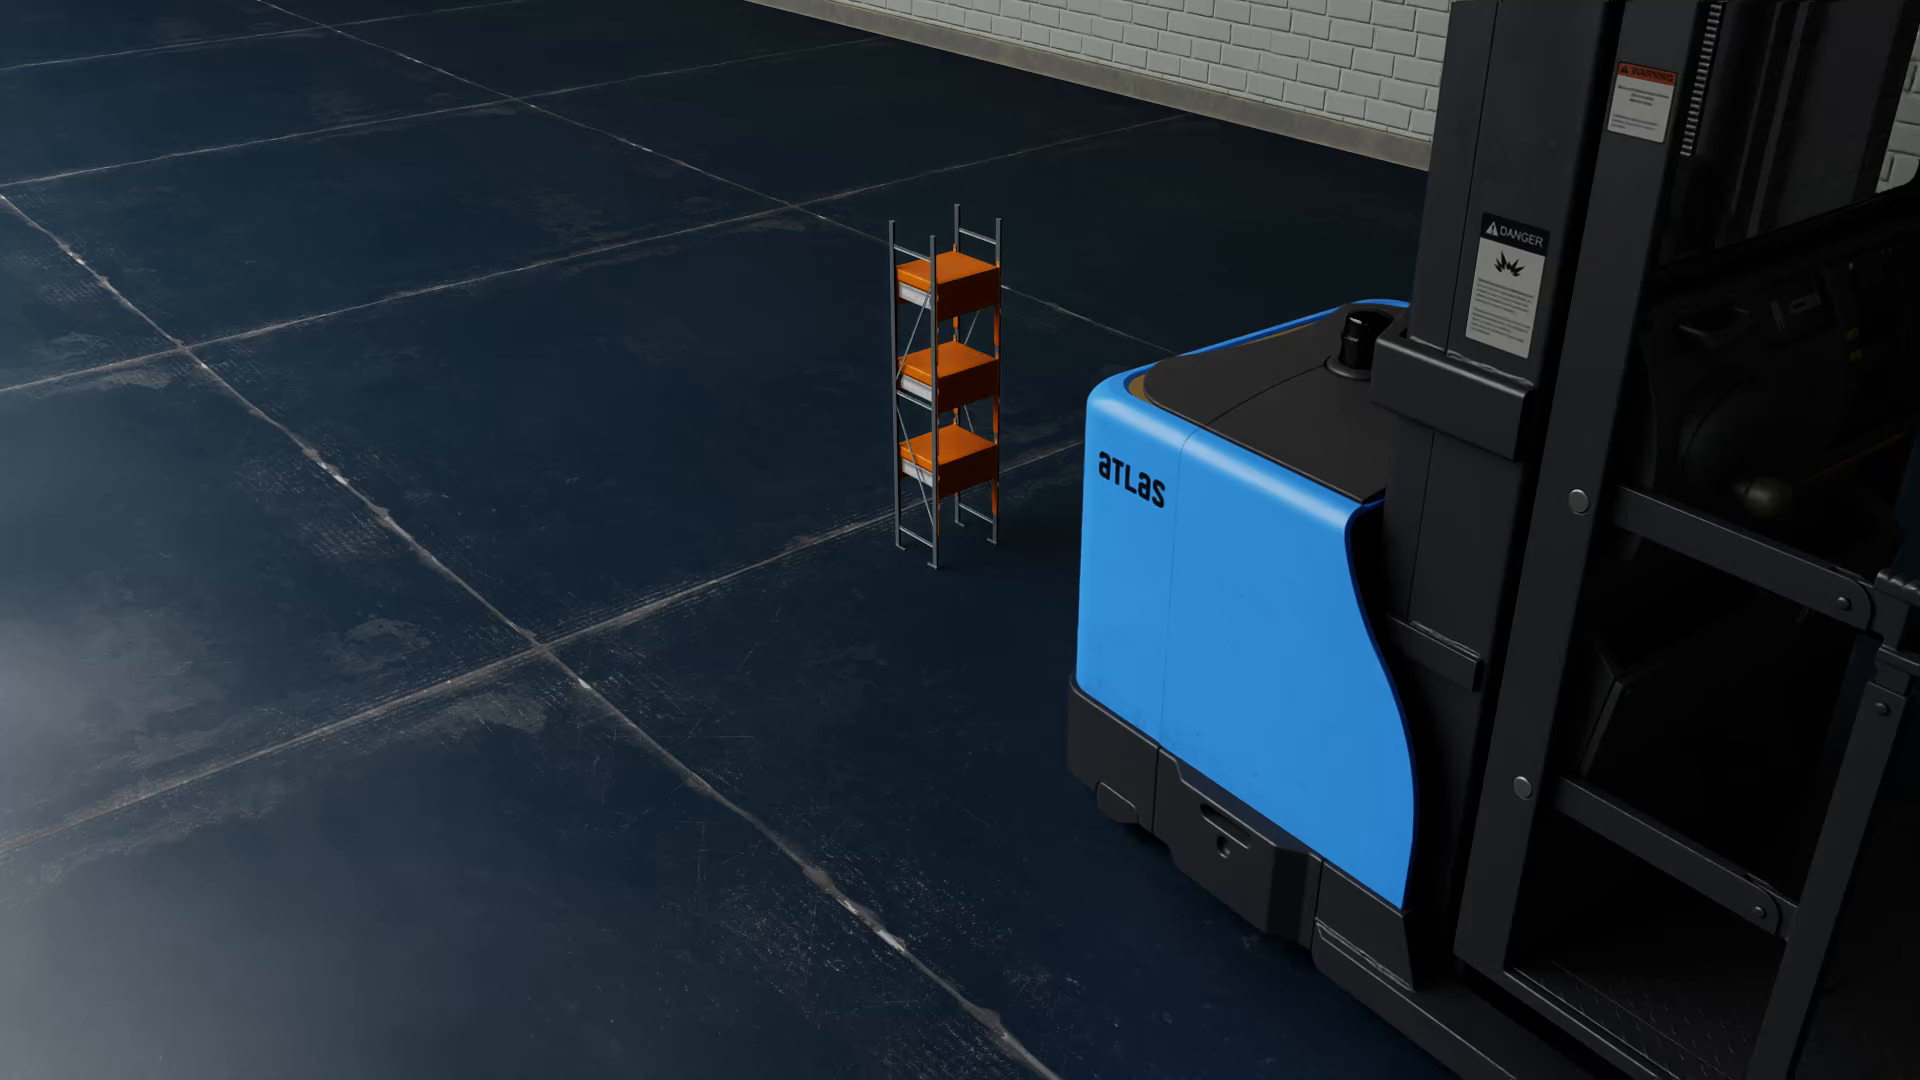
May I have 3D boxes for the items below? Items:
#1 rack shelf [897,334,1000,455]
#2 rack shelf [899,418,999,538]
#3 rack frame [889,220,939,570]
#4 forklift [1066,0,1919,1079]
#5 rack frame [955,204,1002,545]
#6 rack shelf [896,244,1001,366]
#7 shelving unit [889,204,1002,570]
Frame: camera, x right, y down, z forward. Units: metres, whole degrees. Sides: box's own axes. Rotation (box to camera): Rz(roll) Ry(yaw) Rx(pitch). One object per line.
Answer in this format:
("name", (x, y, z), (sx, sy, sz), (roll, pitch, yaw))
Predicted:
("rack shelf", (-0.041, -0.437, 4.977), (0.240, 0.259, 0.215), (-22, 35, -35))
("rack shelf", (-0.041, -0.192, 5.108), (0.240, 0.259, 0.215), (-22, 35, -35))
("rack frame", (-0.134, -0.409, 4.902), (0.008, 1.050, 0.200), (-22, 35, -35))
("forklift", (1.541, -0.268, 2.643), (1.130, 2.935, 3.031), (-19, 34, -32))
("rack frame", (0.052, -0.484, 5.042), (0.008, 1.050, 0.200), (-22, 35, -35))
("rack shelf", (-0.041, -0.688, 4.843), (0.240, 0.259, 0.215), (-22, 35, -35))
("shelving unit", (-0.041, -0.447, 4.972), (0.252, 1.050, 0.215), (-22, 35, -35))
